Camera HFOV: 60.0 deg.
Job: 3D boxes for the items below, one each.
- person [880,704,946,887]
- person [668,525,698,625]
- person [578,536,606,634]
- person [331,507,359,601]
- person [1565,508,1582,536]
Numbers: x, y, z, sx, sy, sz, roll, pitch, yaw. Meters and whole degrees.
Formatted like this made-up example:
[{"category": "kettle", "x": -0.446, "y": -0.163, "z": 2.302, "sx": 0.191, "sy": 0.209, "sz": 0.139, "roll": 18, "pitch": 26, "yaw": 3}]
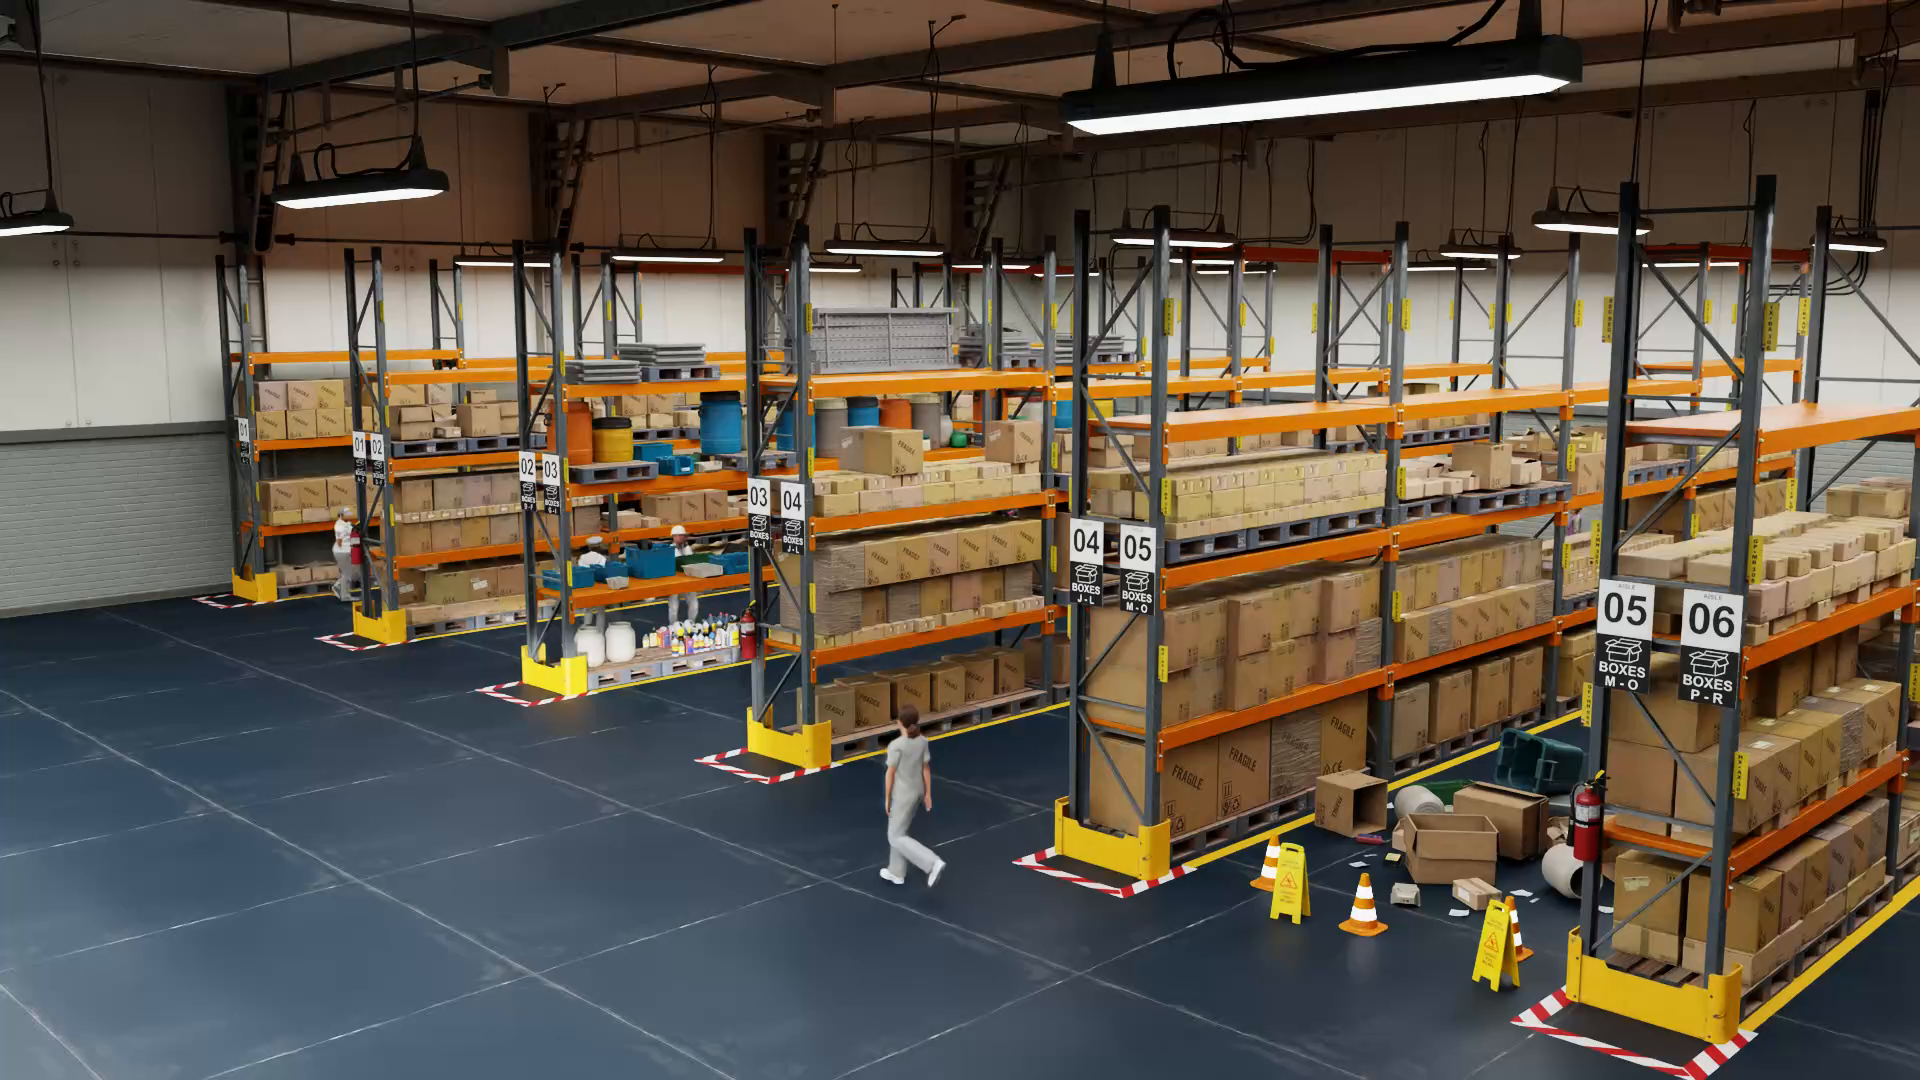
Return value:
[{"category": "person", "x": -0.438, "y": 2.275, "z": 14.687, "sx": 0.784, "sy": 1.655, "sz": 0.436, "roll": 4, "pitch": 9, "yaw": 26}, {"category": "person", "x": -4.338, "y": 0.673, "z": 25.673, "sx": 0.593, "sy": 1.800, "sz": 0.377, "roll": -5, "pitch": 10, "yaw": -33}, {"category": "person", "x": -5.533, "y": 0.789, "z": 25.024, "sx": 0.492, "sy": 1.665, "sz": 0.493, "roll": 0, "pitch": 8, "yaw": -3}, {"category": "person", "x": -10.698, "y": 0.242, "z": 28.923, "sx": 0.505, "sy": 1.654, "sz": 0.490, "roll": -3, "pitch": 9, "yaw": -20}, {"category": "person", "x": 11.232, "y": 0.087, "z": 30.312, "sx": 0.762, "sy": 1.574, "sz": 0.447, "roll": 4, "pitch": 9, "yaw": 28}]
